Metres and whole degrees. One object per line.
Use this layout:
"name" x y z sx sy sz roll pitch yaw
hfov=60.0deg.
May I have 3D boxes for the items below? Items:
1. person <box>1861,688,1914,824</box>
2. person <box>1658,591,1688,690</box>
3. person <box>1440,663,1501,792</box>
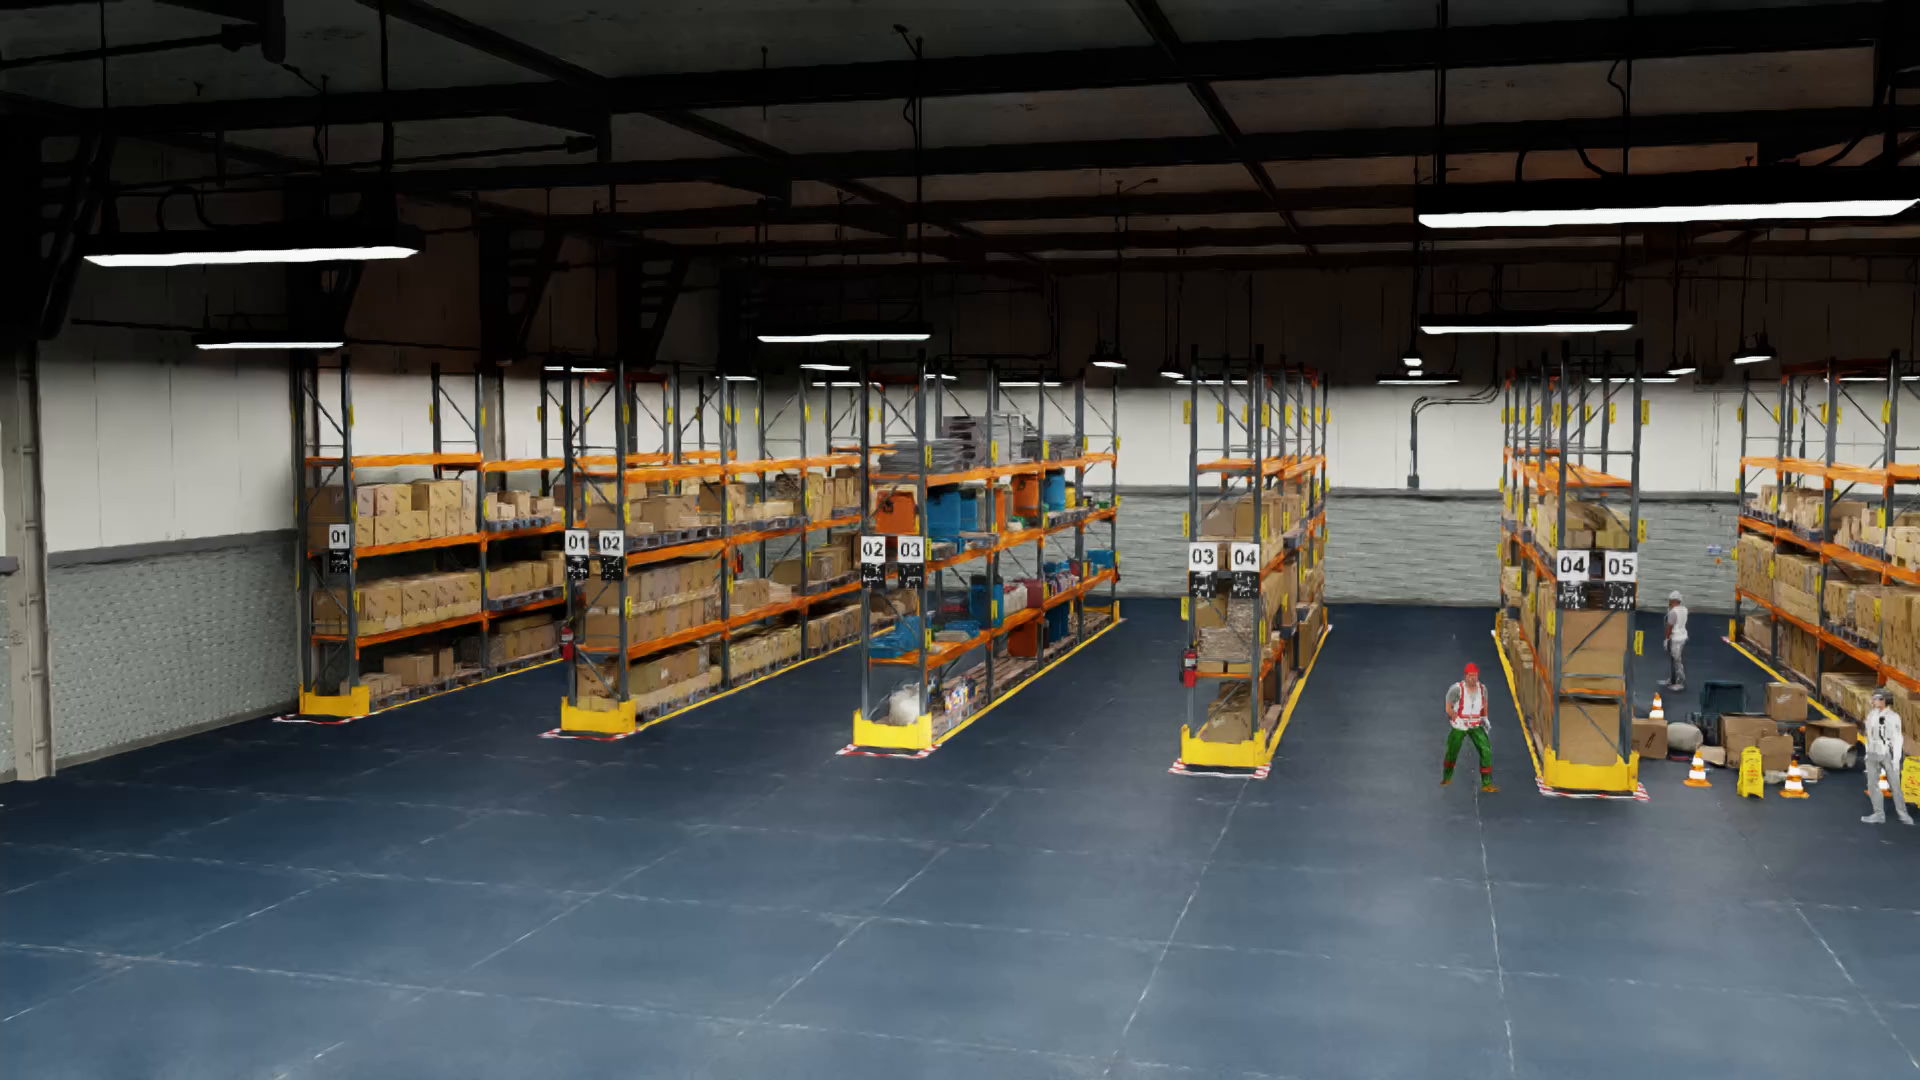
"person" 11.407 2.653 20.447 0.516 1.654 0.569 -1 4 -16
"person" 13.040 1.817 30.398 0.583 1.782 0.665 4 6 45
"person" 6.774 2.470 22.182 0.684 1.714 0.845 0 4 -1
